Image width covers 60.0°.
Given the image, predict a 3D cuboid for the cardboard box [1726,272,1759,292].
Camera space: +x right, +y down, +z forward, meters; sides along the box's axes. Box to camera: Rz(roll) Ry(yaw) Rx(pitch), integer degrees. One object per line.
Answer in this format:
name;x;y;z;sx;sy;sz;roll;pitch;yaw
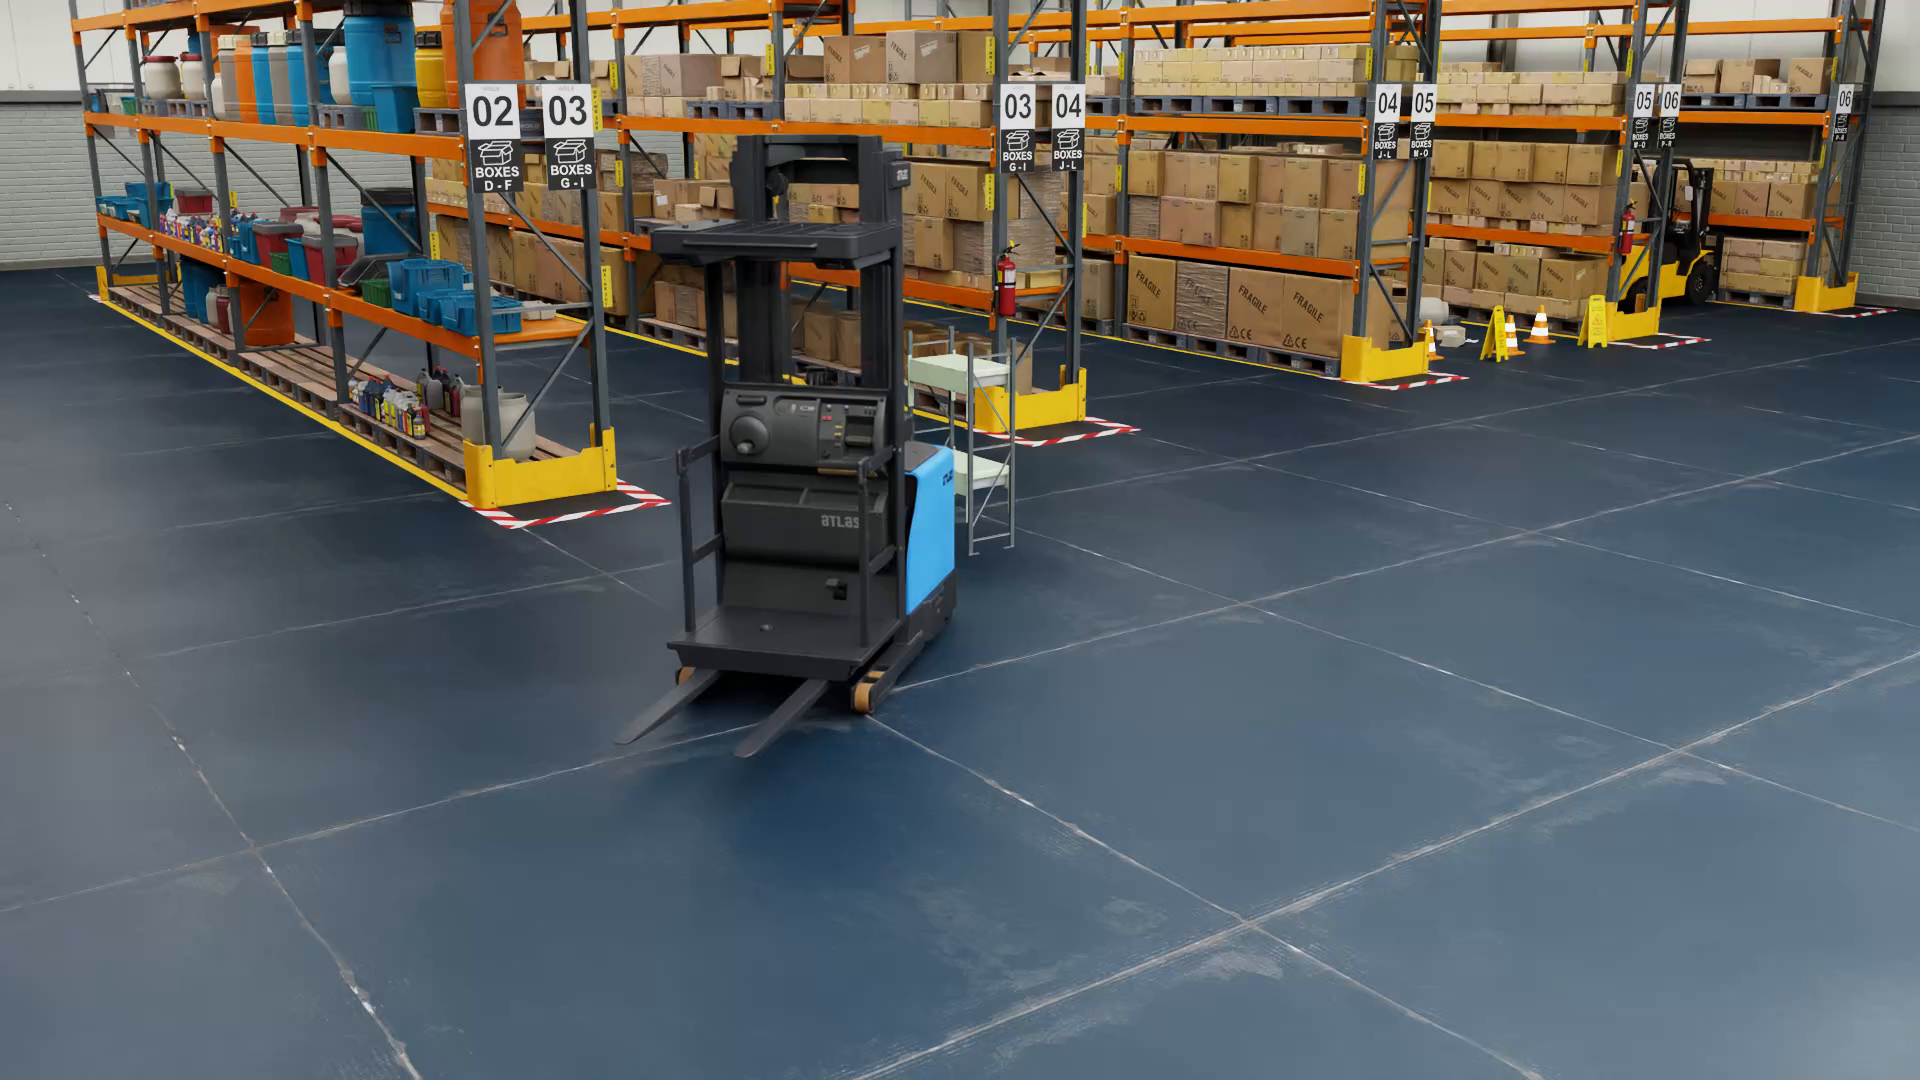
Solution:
cardboard box;11.947;-3.913;25.105;0.500;0.250;0.500;-11;19;-35

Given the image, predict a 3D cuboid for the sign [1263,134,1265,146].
sign;6.155;-8.086;33.744;0.100;0.325;0.005;-11;19;-35

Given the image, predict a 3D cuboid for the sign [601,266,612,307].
sign;-2.824;-2.018;13.242;0.100;0.325;0.005;-11;19;-35

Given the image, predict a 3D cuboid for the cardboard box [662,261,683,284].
cardboard box;-3.550;-3.507;21.688;0.500;0.250;0.500;-10;18;-32

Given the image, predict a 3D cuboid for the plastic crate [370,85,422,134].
plastic crate;-4.636;-3.599;13.893;0.392;0.384;0.575;-11;19;-35

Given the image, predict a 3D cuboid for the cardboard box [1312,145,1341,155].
cardboard box;5.529;-5.877;25.089;0.380;0.149;0.250;-12;19;-36

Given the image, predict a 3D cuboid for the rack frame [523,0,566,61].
rack frame;-6.320;-8.025;24.349;1.000;3.000;0.127;-11;19;-35

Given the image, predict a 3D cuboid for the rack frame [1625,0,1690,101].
rack frame;8.751;-7.000;20.607;1.000;3.000;0.127;-11;19;-35

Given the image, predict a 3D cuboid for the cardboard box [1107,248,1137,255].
cardboard box;3.187;-5.344;29.150;0.875;0.875;0.875;-11;19;-34

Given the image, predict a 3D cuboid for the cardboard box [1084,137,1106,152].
cardboard box;2.336;-6.849;29.336;0.500;0.500;0.500;-11;19;-36

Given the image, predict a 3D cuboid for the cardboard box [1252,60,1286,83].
cardboard box;3.705;-5.361;19.035;0.500;0.250;0.500;-11;19;-35

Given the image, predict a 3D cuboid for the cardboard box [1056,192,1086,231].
cardboard box;1.635;-4.397;22.270;0.500;0.500;0.500;-11;19;-35

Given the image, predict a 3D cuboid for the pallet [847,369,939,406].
pallet;-0.472;-1.679;17.811;1.003;0.211;1.213;-11;19;-35

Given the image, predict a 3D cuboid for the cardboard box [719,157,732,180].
cardboard box;-3.947;-6.570;29.644;0.500;0.500;0.500;-11;19;-34

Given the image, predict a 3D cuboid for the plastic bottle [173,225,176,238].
plastic bottle;-9.987;-3.960;21.238;0.097;0.201;0.097;0;15;0

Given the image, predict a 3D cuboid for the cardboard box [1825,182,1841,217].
cardboard box;12.697;-5.075;24.748;0.500;0.500;0.500;-10;18;-33

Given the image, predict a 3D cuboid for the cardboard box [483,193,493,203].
cardboard box;-7.099;-5.366;25.720;0.500;0.250;0.500;-10;18;-33

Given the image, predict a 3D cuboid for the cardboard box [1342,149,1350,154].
cardboard box;6.951;-7.159;31.558;0.797;0.503;0.637;-11;19;-36

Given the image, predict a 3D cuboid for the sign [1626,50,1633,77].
sign;8.290;-5.899;20.587;0.100;0.325;0.005;-11;19;-35

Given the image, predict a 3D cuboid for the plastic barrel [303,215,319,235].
plastic barrel;-6.950;-3.286;18.187;0.421;0.512;0.421;0;15;0

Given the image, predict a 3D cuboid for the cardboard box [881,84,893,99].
cardboard box;-0.563;-4.491;16.649;0.380;0.149;0.250;-12;19;-37

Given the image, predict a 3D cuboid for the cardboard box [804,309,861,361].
cardboard box;-1.414;-2.328;18.840;0.500;0.500;0.500;-12;19;-36

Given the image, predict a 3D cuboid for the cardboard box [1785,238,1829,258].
cardboard box;12.635;-4.369;24.875;0.500;0.250;0.500;-11;19;-35

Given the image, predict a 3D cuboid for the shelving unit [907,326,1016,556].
shelving unit;0.004;-0.722;11.873;0.431;1.500;0.755;-11;19;-35

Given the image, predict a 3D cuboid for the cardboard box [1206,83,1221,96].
cardboard box;3.144;-5.345;19.733;0.380;0.149;0.250;-11;19;-34

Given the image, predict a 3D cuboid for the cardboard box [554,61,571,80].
cardboard box;-5.187;-6.409;23.137;0.797;0.503;0.637;-11;19;-35

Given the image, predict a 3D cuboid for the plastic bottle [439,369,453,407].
plastic bottle;-4.898;-1.455;15.894;0.144;0.351;0.185;-12;19;-37

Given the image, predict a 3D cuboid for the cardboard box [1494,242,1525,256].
cardboard box;7.500;-3.967;22.652;0.380;0.149;0.250;-10;18;-32

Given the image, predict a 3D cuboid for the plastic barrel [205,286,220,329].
plastic barrel;-9.345;-2.960;21.128;0.421;0.512;0.421;0;15;0

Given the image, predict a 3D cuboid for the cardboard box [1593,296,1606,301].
cardboard box;8.501;-3.198;22.493;0.500;0.250;0.500;-11;19;-35

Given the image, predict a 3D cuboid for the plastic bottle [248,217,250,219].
plastic bottle;-8.987;-3.944;21.047;0.097;0.271;0.097;0;15;0

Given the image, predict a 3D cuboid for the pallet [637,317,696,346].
pallet;-3.510;-2.765;21.778;1.003;0.211;1.213;-11;19;-35

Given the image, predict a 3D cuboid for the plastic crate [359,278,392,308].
plastic crate;-5.053;-2.218;14.900;0.450;0.188;0.662;-11;19;-35

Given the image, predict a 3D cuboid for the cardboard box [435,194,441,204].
cardboard box;-8.428;-5.628;27.432;0.380;0.149;0.250;-11;19;-36

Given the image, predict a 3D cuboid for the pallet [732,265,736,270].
pallet;-3.394;-4.933;29.700;1.003;0.211;1.213;-11;19;-35

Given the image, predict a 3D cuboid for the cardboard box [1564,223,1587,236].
cardboard box;8.120;-4.069;21.737;0.380;0.149;0.250;-11;19;-35

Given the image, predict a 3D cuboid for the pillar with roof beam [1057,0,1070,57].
pillar with roof beam;-0.982;-11.236;36.081;9.100;9.000;0.400;-11;19;-35

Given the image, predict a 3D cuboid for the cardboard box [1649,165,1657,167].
cardboard box;10.986;-5.906;25.990;0.380;0.149;0.250;-11;19;-35

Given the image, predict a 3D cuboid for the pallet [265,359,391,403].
pallet;-6.838;-1.731;18.002;1.003;0.211;1.213;-11;19;-35

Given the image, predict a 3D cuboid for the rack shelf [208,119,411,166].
rack shelf;-6.799;-4.181;17.350;1.077;0.370;4.000;-11;19;-35

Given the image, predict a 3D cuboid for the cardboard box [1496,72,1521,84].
cardboard box;7.385;-6.166;22.205;0.380;0.149;0.250;-10;18;-33

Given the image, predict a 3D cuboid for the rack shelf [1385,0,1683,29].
rack shelf;7.575;-7.079;22.263;1.077;0.370;4.000;-11;19;-35

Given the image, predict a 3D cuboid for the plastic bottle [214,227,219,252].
plastic bottle;-8.694;-3.521;19.481;0.061;0.283;0.133;-11;19;-35

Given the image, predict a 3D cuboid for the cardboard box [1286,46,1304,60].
cardboard box;3.884;-5.461;18.643;0.380;0.149;0.250;-10;18;-34

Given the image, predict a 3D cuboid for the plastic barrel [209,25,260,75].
plastic barrel;-8.306;-5.486;19.148;0.600;0.830;0.708;-11;19;-35

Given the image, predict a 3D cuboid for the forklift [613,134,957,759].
forklift;-0.901;-0.613;8.764;1.130;2.935;3.031;4;16;15

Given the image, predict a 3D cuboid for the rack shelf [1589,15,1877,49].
rack shelf;11.588;-7.659;25.133;1.077;0.370;4.000;-11;19;-35

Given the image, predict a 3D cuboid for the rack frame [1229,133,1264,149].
rack frame;5.708;-7.441;33.579;1.000;3.000;0.127;-11;19;-35

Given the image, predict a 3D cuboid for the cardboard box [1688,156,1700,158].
cardboard box;11.571;-5.937;26.104;0.380;0.149;0.250;-11;19;-35

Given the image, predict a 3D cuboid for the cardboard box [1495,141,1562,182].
cardboard box;7.600;-5.058;22.228;0.700;0.500;0.500;-11;19;-35

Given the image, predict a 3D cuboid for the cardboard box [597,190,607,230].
cardboard box;-4.748;-4.499;22.644;0.500;0.500;0.500;-11;19;-35

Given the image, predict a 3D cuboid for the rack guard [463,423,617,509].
rack guard;-3.354;-0.603;13.333;1.175;0.500;0.348;-11;19;-35

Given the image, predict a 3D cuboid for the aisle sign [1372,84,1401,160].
aisle sign;4.606;-4.509;17.944;0.394;0.787;0.004;-11;19;-35

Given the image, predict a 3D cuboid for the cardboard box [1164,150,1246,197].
cardboard box;3.061;-4.581;20.801;0.875;0.550;0.550;-11;19;-35

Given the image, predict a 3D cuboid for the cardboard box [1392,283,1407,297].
cardboard box;5.929;-3.317;23.242;0.500;0.500;0.500;1;15;4

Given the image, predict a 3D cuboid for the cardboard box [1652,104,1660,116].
cardboard box;8.819;-5.554;21.479;0.380;0.149;0.250;-11;19;-34

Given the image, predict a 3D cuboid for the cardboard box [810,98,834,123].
cardboard box;-1.244;-4.549;17.617;0.500;0.250;0.500;-11;19;-35

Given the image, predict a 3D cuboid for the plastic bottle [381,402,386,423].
plastic bottle;-5.226;-1.175;15.156;0.097;0.201;0.097;0;15;0

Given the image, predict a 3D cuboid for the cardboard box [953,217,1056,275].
cardboard box;0.434;-2.882;16.171;0.875;0.500;0.500;-11;19;-35
